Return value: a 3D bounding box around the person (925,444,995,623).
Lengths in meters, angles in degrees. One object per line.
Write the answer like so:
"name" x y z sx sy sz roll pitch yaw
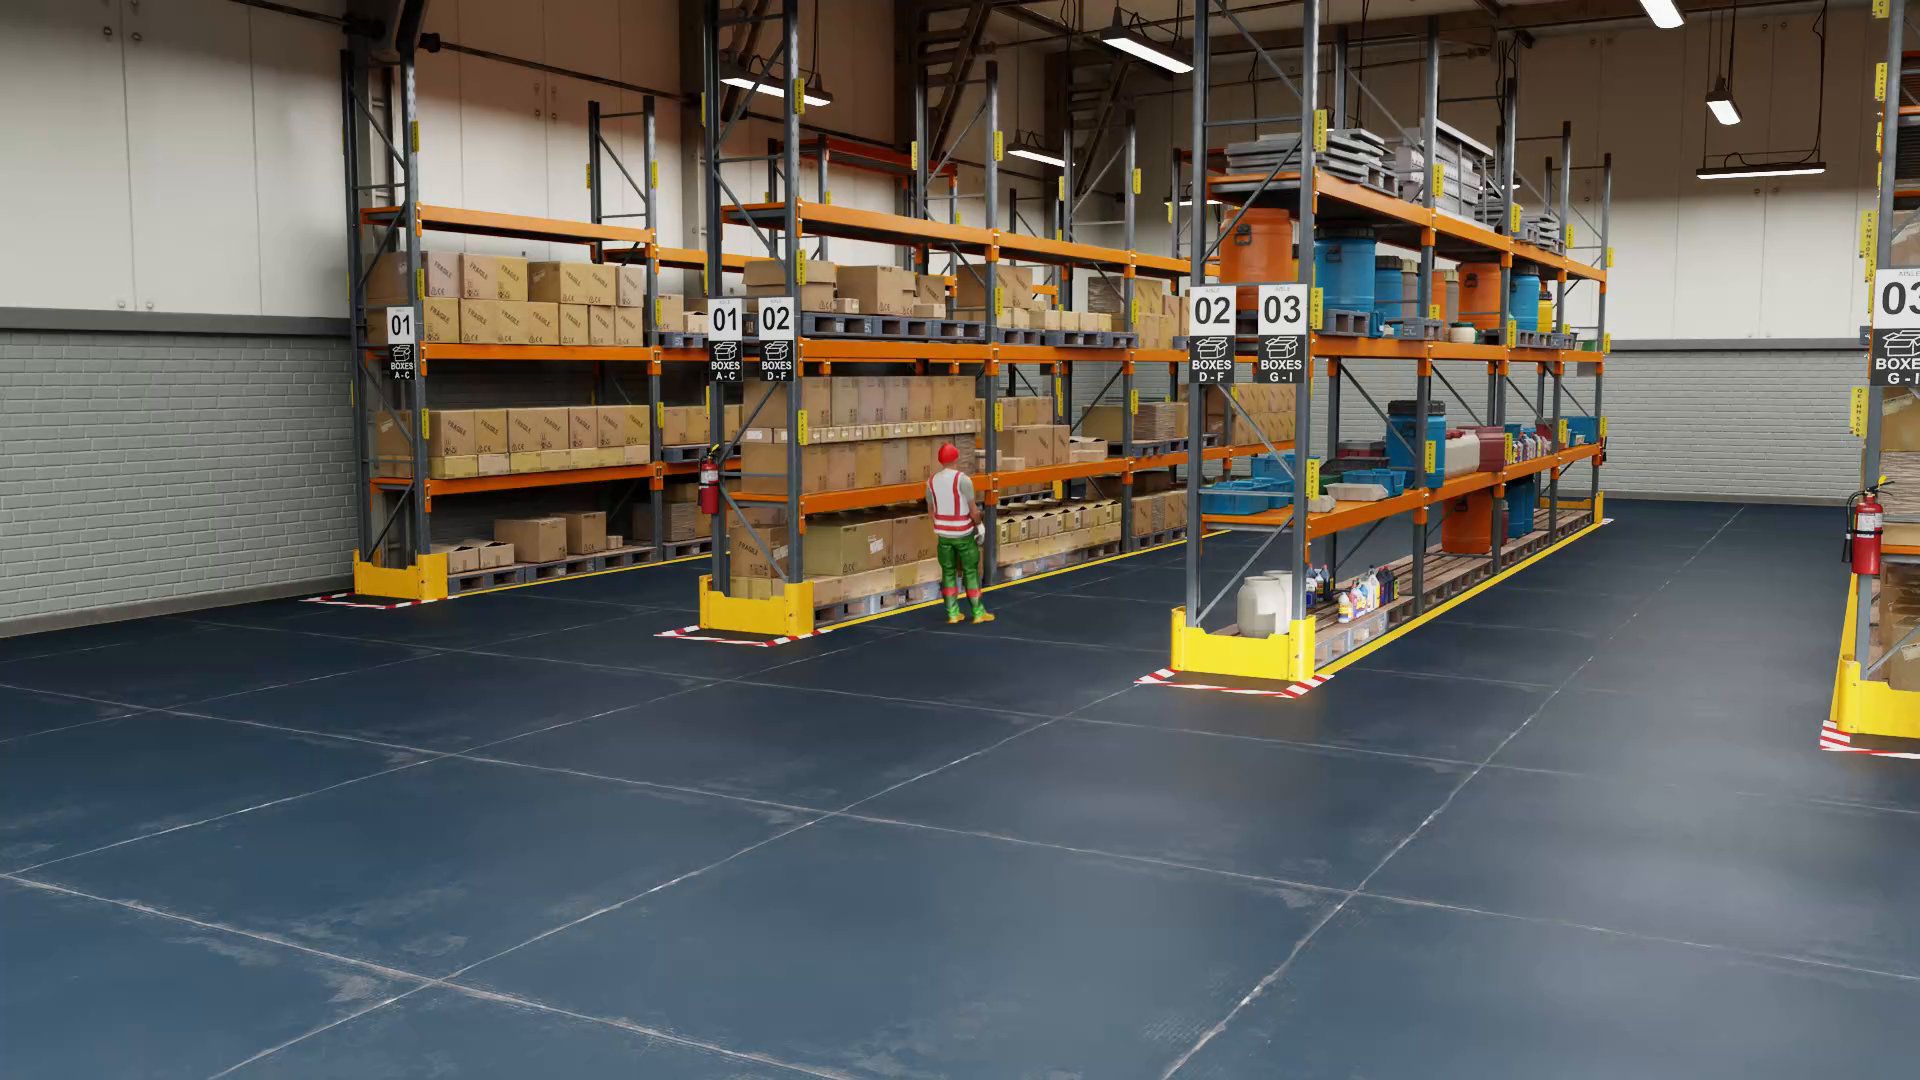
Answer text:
"person" -0.011 -0.073 16.592 0.597 1.789 0.562 3 7 28
